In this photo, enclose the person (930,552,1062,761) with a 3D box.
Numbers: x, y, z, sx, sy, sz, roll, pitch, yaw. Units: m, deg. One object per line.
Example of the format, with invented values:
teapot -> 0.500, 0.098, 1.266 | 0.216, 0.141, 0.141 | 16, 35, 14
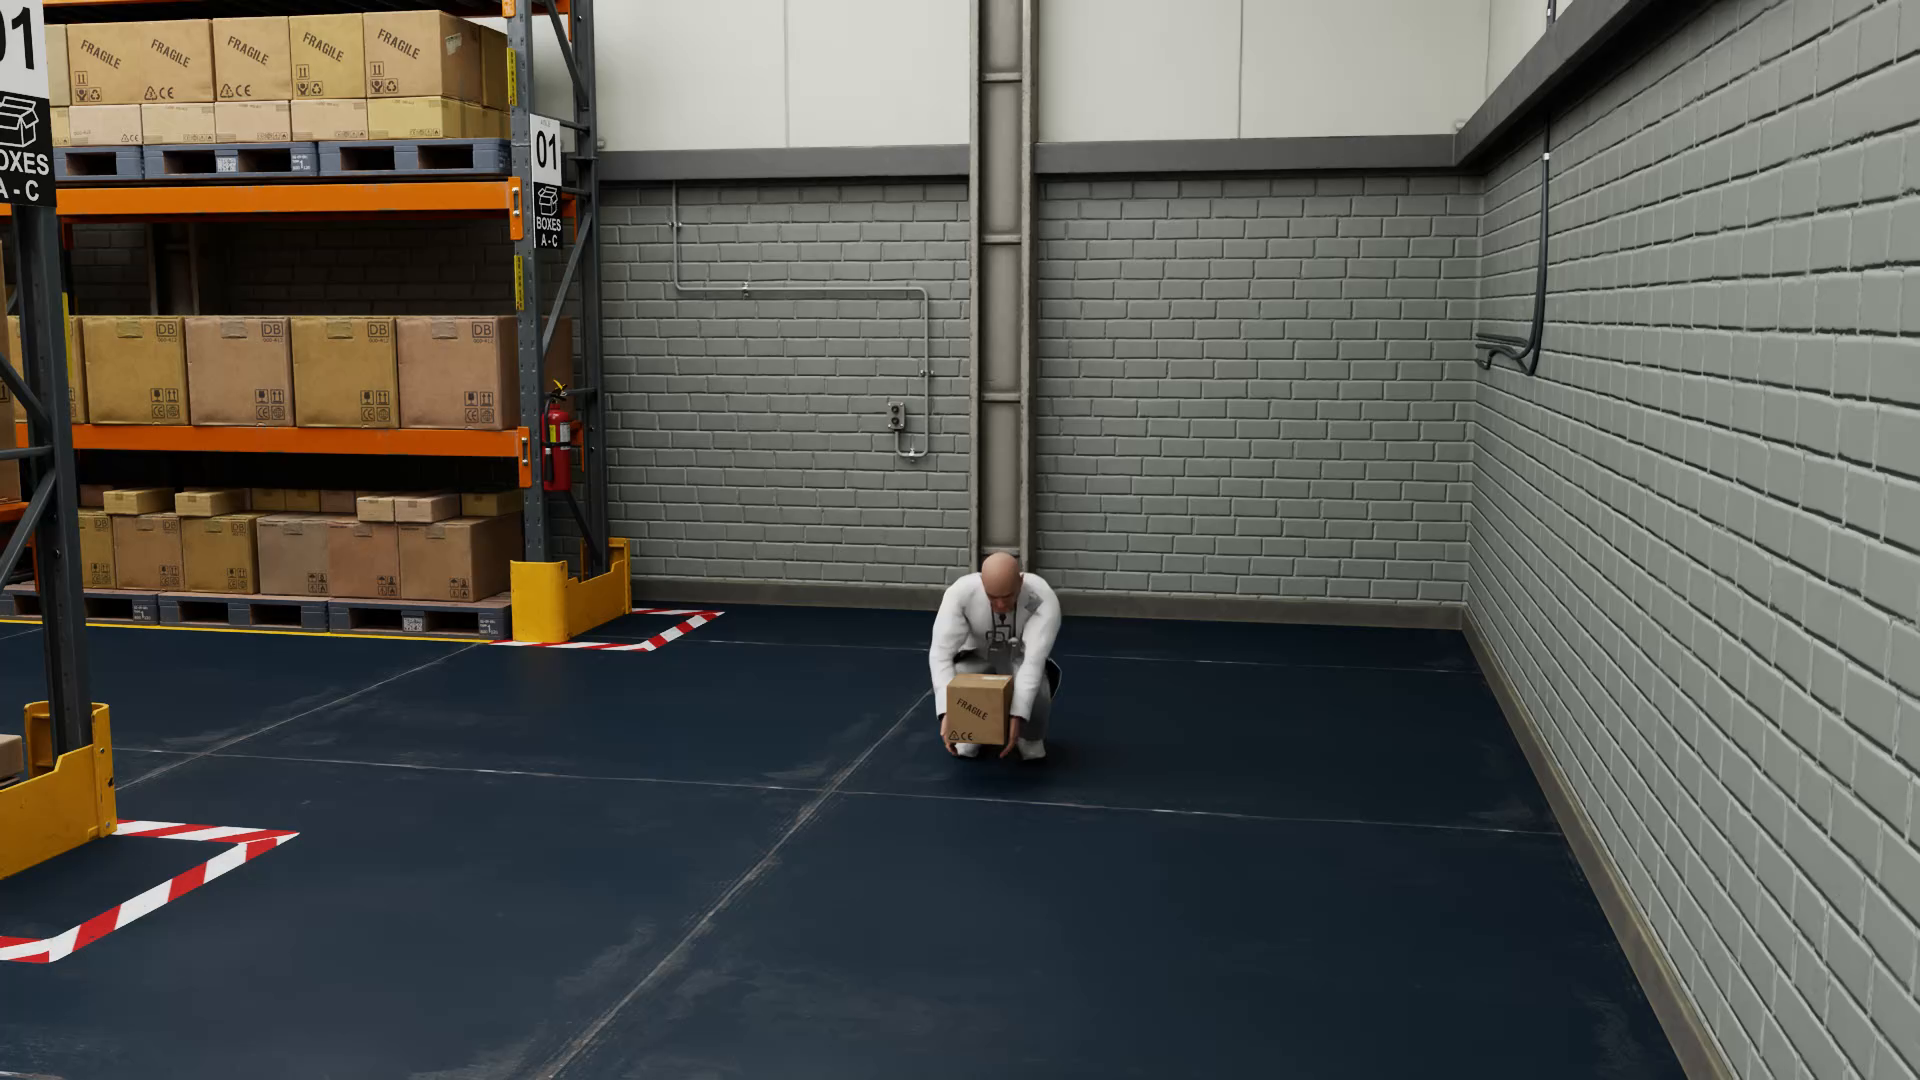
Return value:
person -> 0.160, 0.515, 7.507 | 0.578, 0.996, 0.902 | 2, 8, 11
